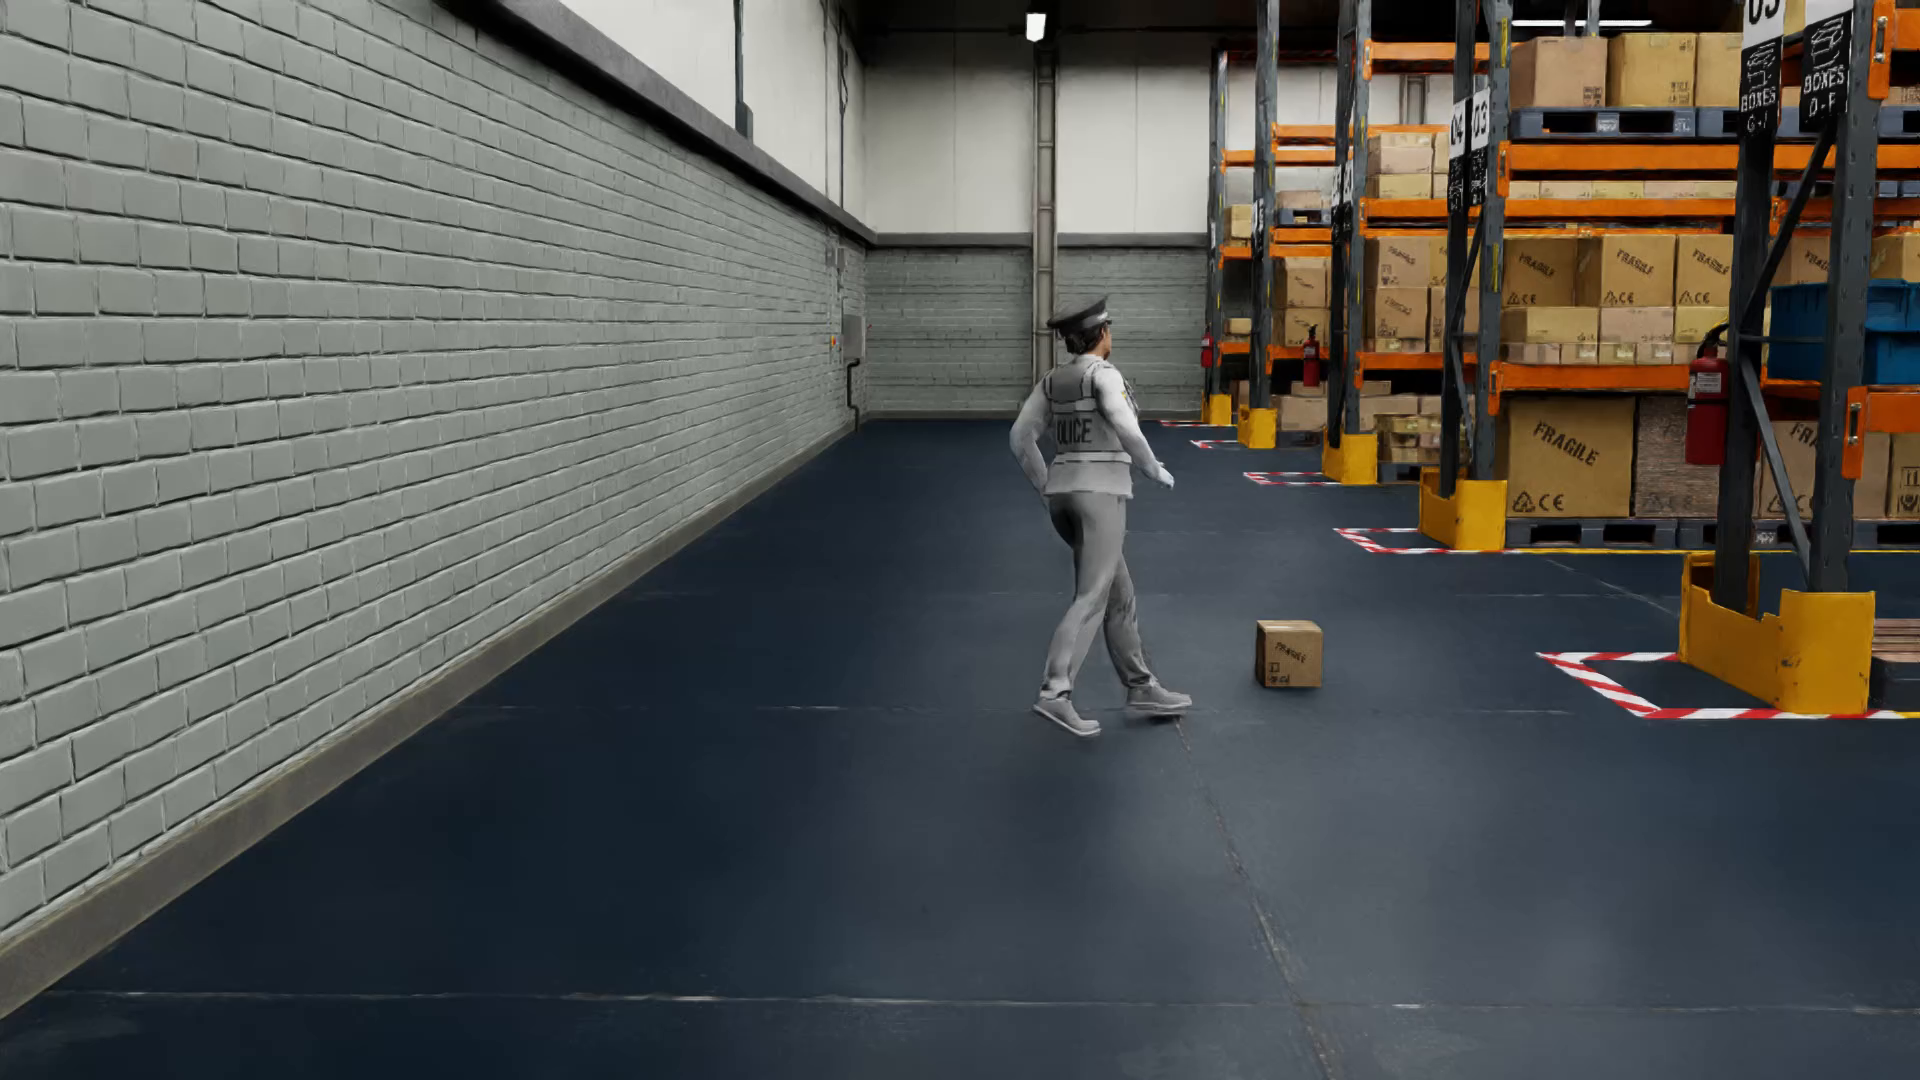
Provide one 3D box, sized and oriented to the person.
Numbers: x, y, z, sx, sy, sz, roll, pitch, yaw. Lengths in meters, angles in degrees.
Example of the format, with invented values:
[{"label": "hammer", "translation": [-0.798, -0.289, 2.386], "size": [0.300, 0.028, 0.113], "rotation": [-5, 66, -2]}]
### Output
[{"label": "person", "translation": [0.530, -0.126, 6.518], "size": [0.838, 1.664, 0.664], "rotation": [-4, 9, -31]}]
